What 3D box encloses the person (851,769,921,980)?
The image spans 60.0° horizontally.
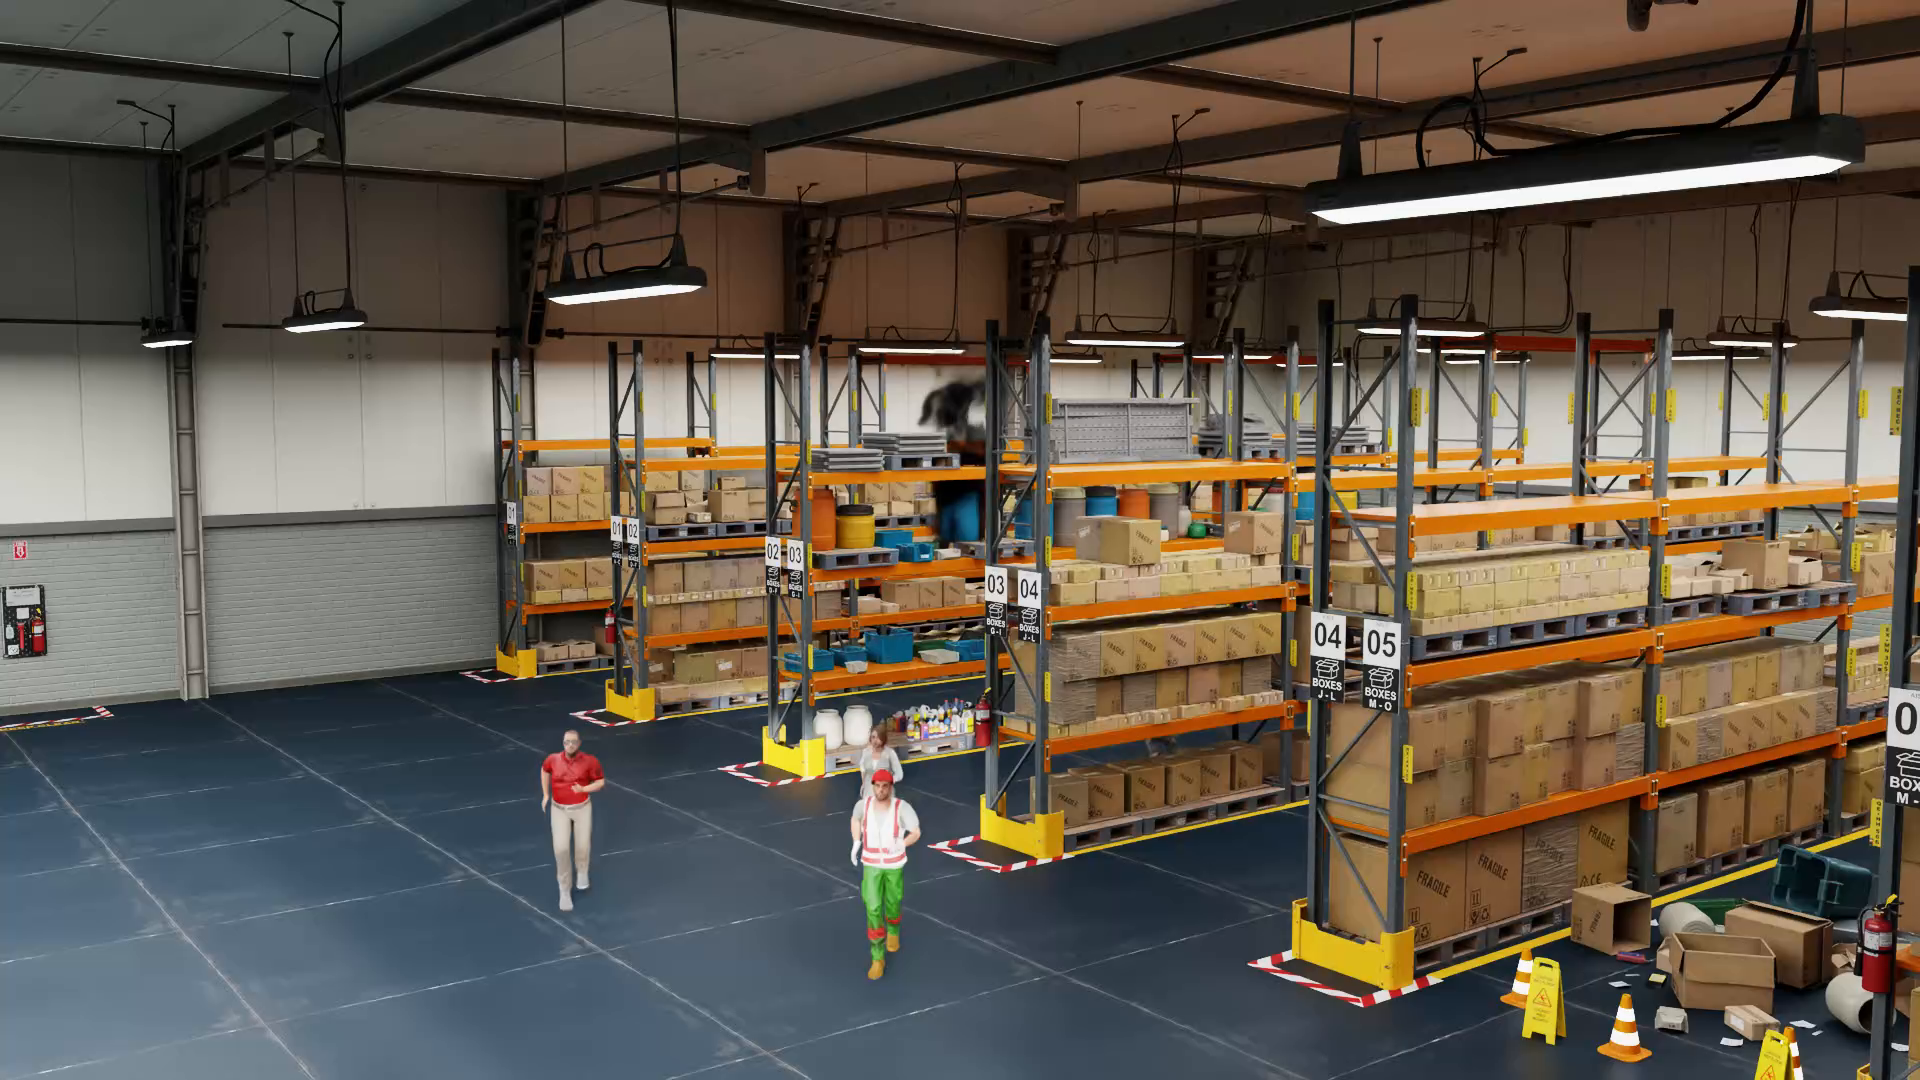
[{"bbox_3d":[-0.677,2.949,15.027,0.651,1.807,0.878,0,5,2],"label":"person"}]

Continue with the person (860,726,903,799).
[{"bbox_3d":[-0.876,2.800,17.868,0.465,1.630,0.693,1,5,8],"label":"person"}]

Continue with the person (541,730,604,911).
[{"bbox_3d":[-3.950,2.854,16.980,0.629,1.707,0.892,-1,5,-12],"label":"person"}]

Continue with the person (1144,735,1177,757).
[{"bbox_3d":[2.731,2.273,23.150,0.599,1.731,0.692,-4,7,-41],"label":"person"}]
